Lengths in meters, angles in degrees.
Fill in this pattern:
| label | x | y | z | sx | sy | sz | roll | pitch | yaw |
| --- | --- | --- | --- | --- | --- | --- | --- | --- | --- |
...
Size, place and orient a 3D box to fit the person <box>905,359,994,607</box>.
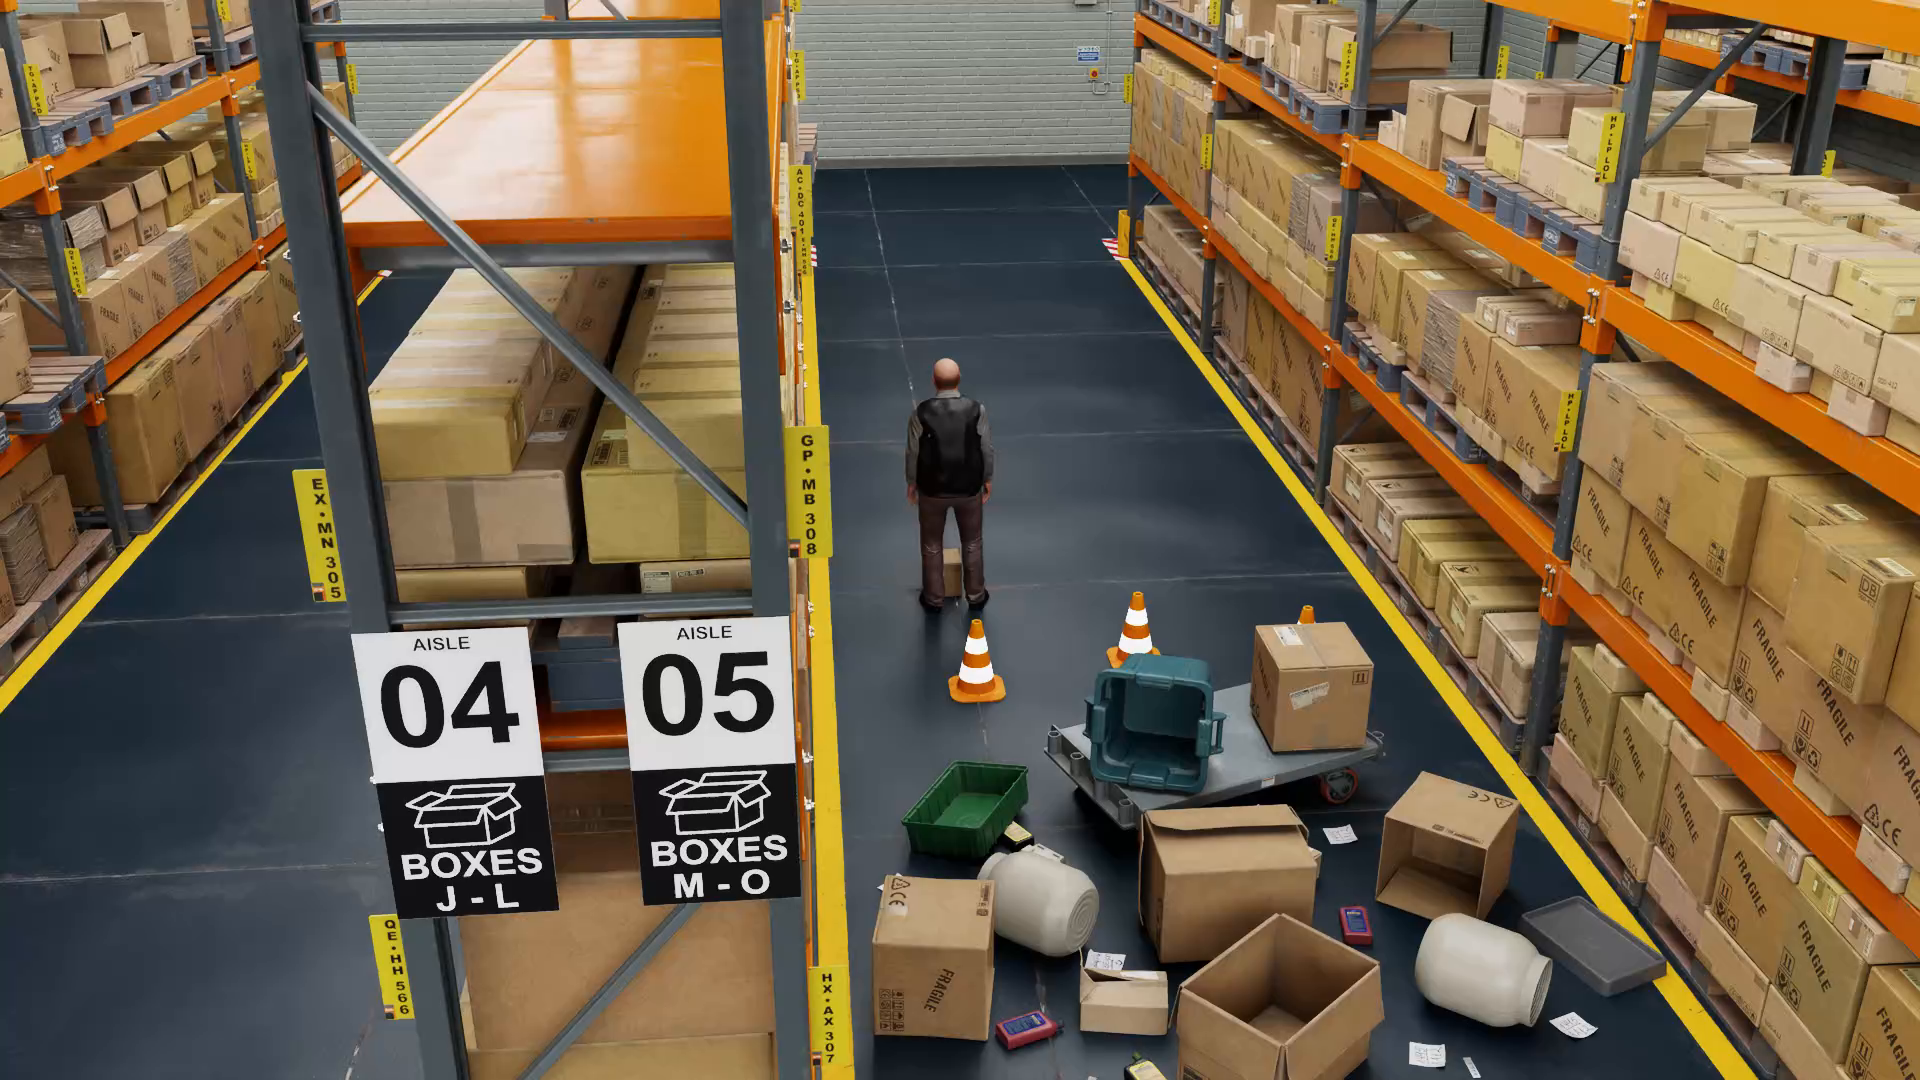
| label | x | y | z | sx | sy | sz | roll | pitch | yaw |
| --- | --- | --- | --- | --- | --- | --- | --- | --- | --- |
| person | -0.066 | -0.314 | 10.906 | 0.580 | 1.563 | 0.407 | -2 | 24 | -5 |
